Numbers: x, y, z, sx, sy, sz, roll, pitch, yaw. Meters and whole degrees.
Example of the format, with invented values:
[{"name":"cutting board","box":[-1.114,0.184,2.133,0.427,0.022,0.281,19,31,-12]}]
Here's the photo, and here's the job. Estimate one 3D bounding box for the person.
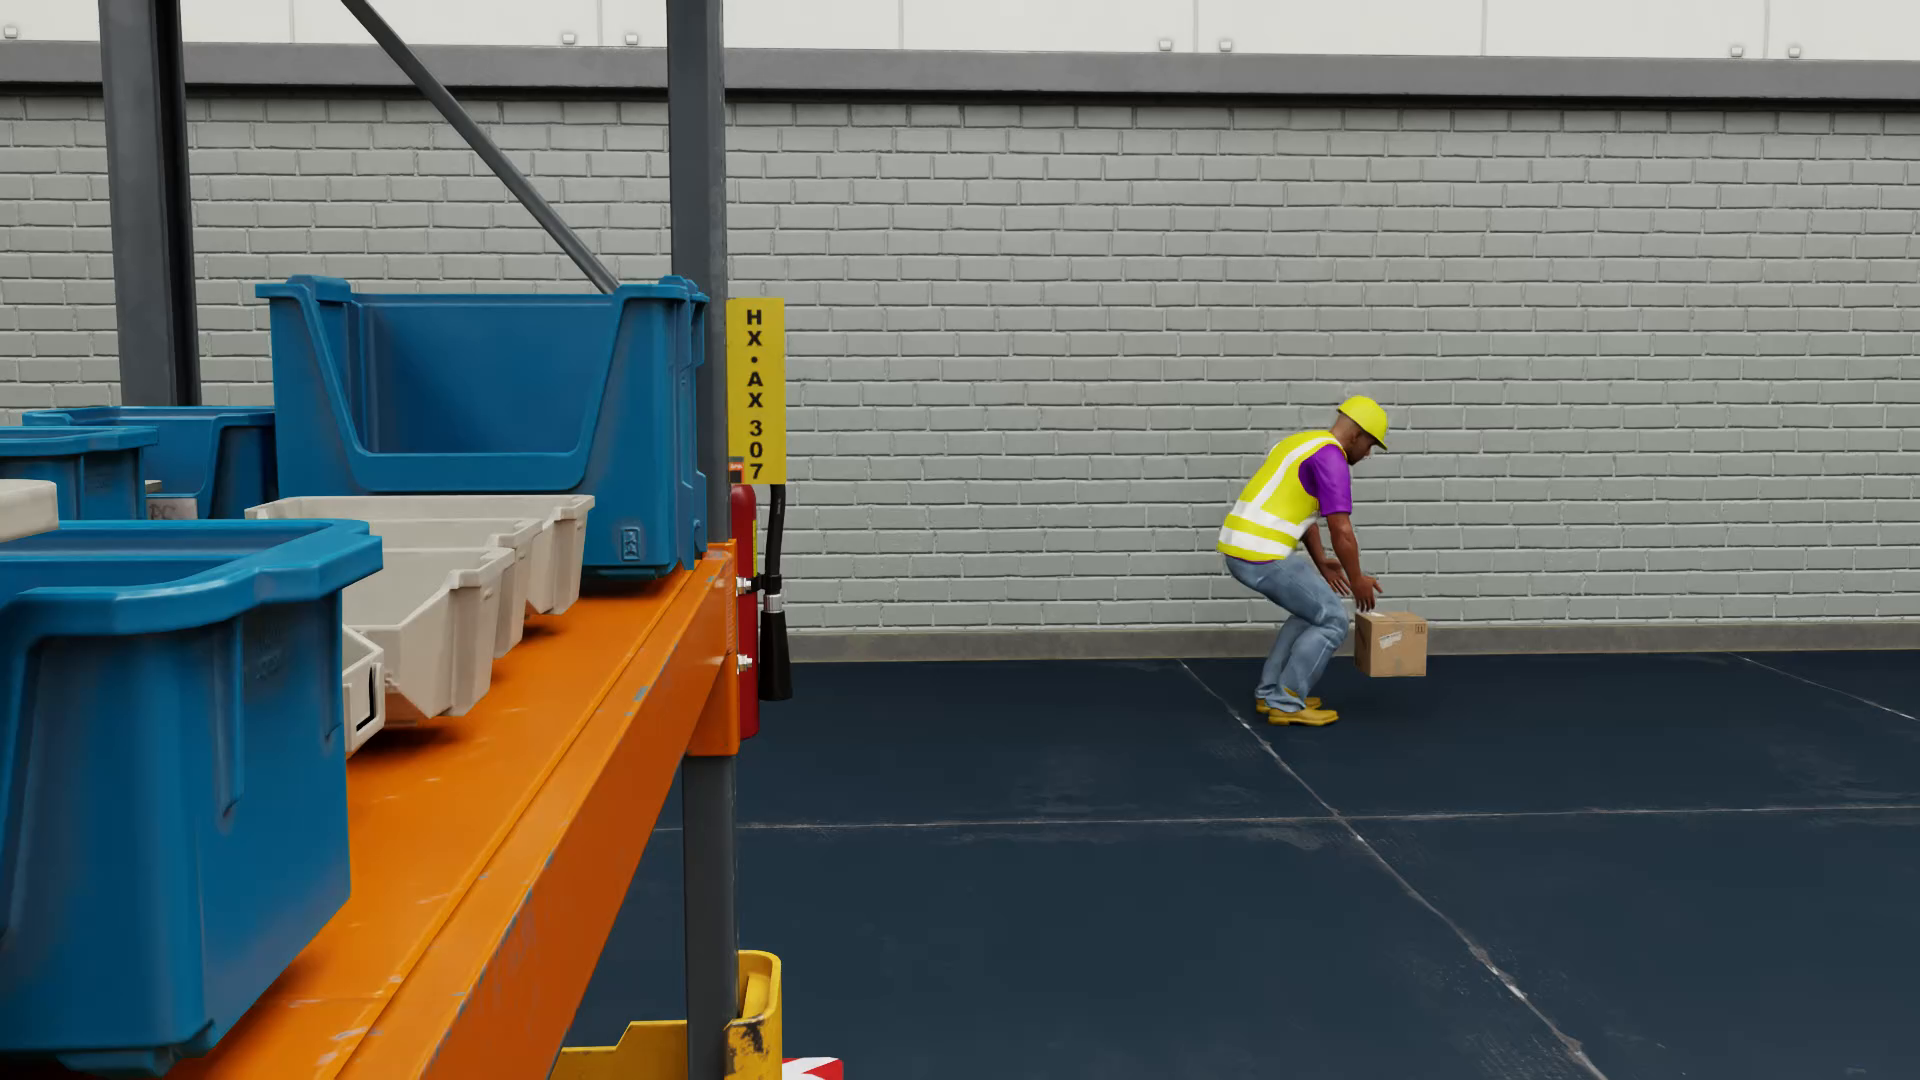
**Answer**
[{"name":"person","box":[1.522,0.077,7.403,0.745,1.433,0.631,0,7,-4]}]
